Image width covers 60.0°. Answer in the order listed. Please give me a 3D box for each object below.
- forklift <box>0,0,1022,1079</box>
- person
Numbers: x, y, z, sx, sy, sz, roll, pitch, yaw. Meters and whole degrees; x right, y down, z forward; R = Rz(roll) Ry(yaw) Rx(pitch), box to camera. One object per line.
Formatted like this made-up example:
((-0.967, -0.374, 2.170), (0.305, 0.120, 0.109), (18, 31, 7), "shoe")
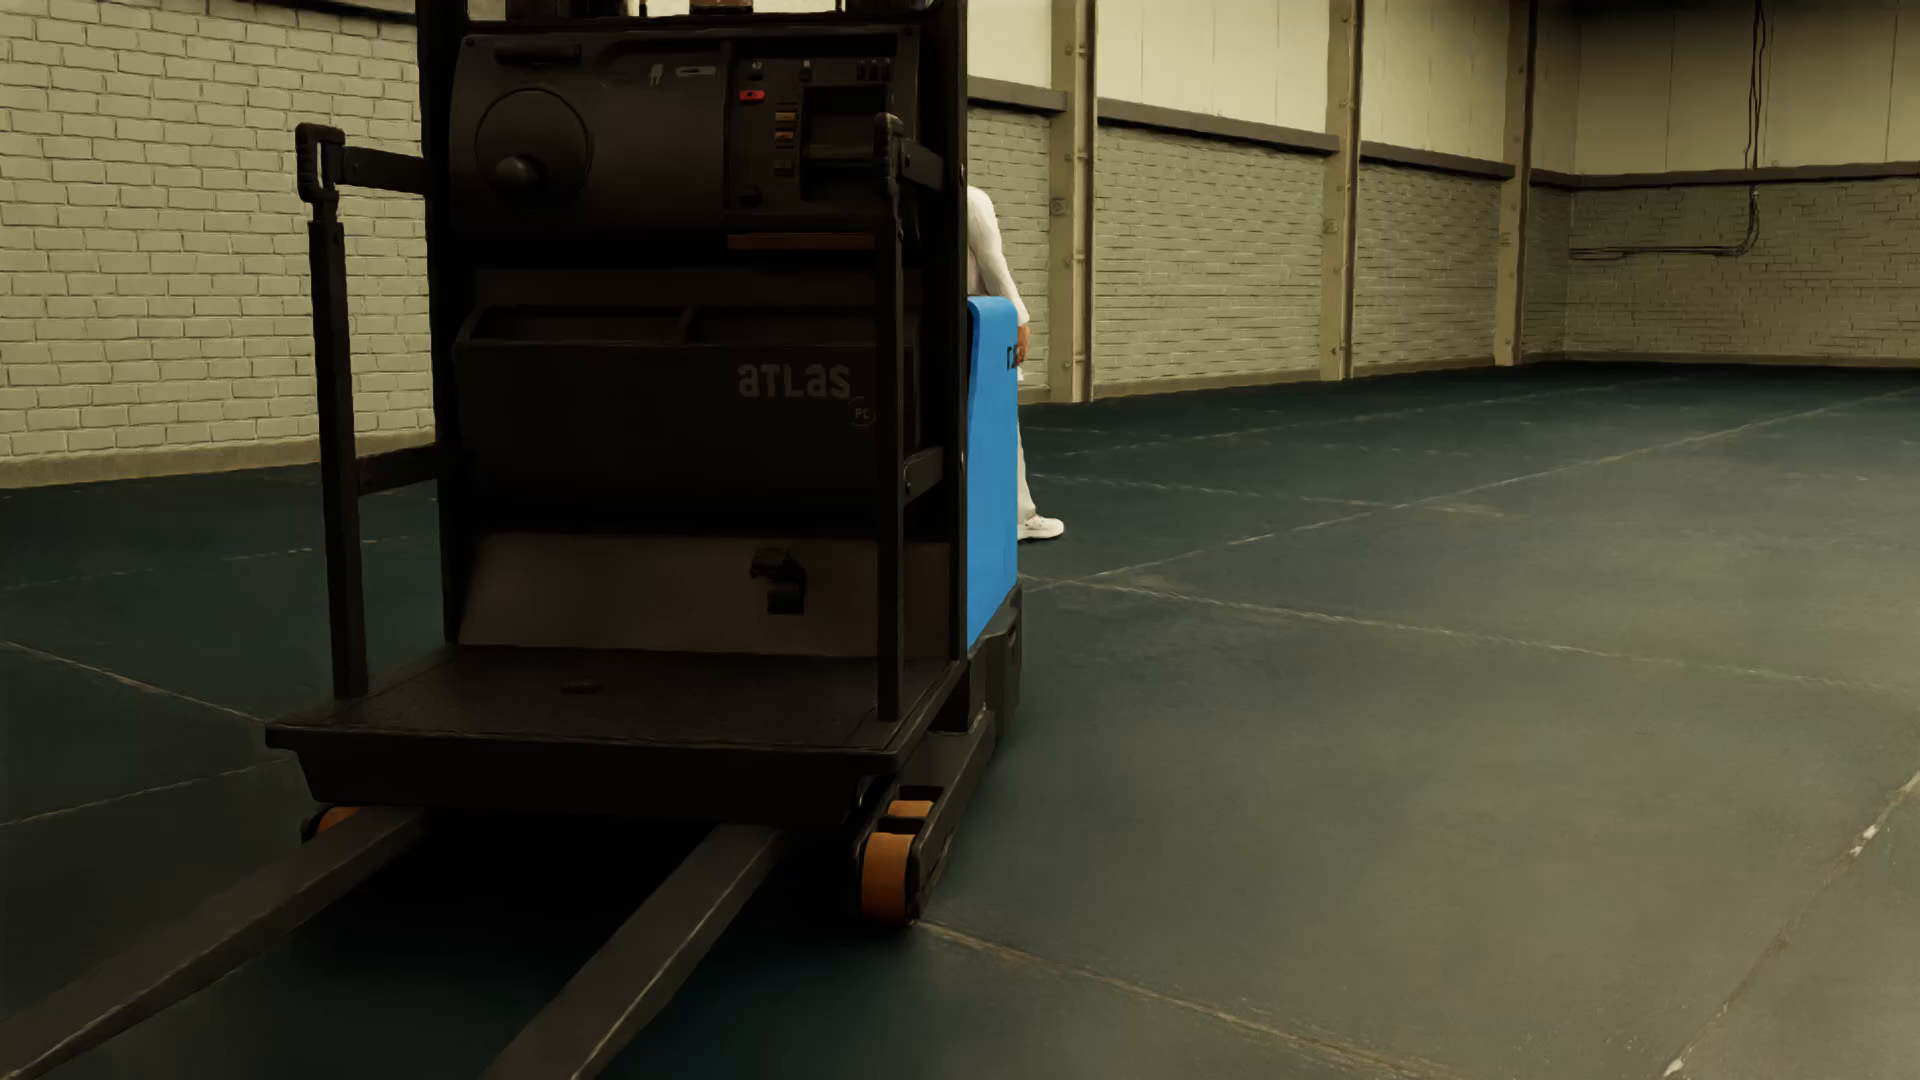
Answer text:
((-0.566, -0.839, 3.014), (1.130, 2.935, 3.031), (1, 8, 9), "forklift")
((0.061, -0.896, 7.342), (0.694, 1.776, 0.579), (7, 11, 38), "person")
